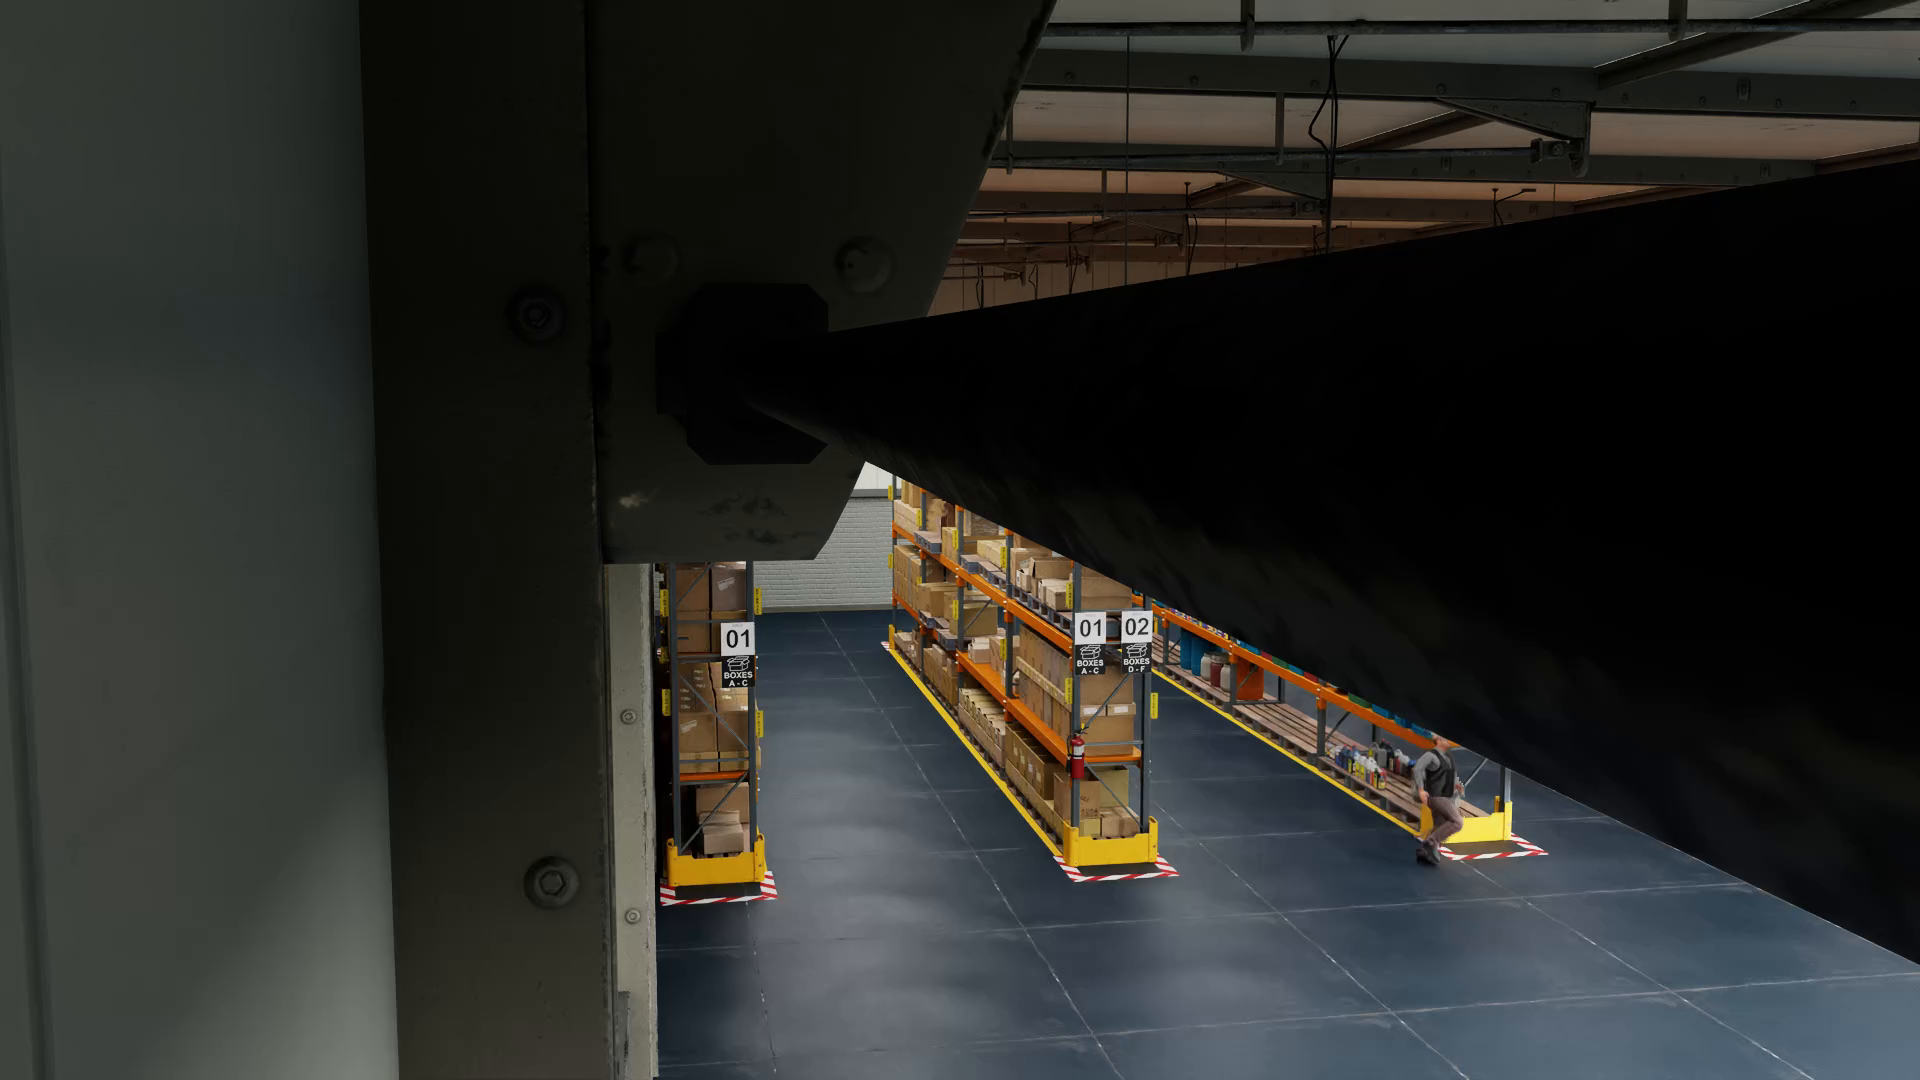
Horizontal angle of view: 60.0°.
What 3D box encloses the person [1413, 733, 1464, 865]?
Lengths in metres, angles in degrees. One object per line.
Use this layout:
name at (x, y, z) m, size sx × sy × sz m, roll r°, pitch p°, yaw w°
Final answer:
person at (6.081, 3.240, 20.939) m, size 0.612 × 1.653 × 0.662 m, roll 4°, pitch 7°, yaw 34°
